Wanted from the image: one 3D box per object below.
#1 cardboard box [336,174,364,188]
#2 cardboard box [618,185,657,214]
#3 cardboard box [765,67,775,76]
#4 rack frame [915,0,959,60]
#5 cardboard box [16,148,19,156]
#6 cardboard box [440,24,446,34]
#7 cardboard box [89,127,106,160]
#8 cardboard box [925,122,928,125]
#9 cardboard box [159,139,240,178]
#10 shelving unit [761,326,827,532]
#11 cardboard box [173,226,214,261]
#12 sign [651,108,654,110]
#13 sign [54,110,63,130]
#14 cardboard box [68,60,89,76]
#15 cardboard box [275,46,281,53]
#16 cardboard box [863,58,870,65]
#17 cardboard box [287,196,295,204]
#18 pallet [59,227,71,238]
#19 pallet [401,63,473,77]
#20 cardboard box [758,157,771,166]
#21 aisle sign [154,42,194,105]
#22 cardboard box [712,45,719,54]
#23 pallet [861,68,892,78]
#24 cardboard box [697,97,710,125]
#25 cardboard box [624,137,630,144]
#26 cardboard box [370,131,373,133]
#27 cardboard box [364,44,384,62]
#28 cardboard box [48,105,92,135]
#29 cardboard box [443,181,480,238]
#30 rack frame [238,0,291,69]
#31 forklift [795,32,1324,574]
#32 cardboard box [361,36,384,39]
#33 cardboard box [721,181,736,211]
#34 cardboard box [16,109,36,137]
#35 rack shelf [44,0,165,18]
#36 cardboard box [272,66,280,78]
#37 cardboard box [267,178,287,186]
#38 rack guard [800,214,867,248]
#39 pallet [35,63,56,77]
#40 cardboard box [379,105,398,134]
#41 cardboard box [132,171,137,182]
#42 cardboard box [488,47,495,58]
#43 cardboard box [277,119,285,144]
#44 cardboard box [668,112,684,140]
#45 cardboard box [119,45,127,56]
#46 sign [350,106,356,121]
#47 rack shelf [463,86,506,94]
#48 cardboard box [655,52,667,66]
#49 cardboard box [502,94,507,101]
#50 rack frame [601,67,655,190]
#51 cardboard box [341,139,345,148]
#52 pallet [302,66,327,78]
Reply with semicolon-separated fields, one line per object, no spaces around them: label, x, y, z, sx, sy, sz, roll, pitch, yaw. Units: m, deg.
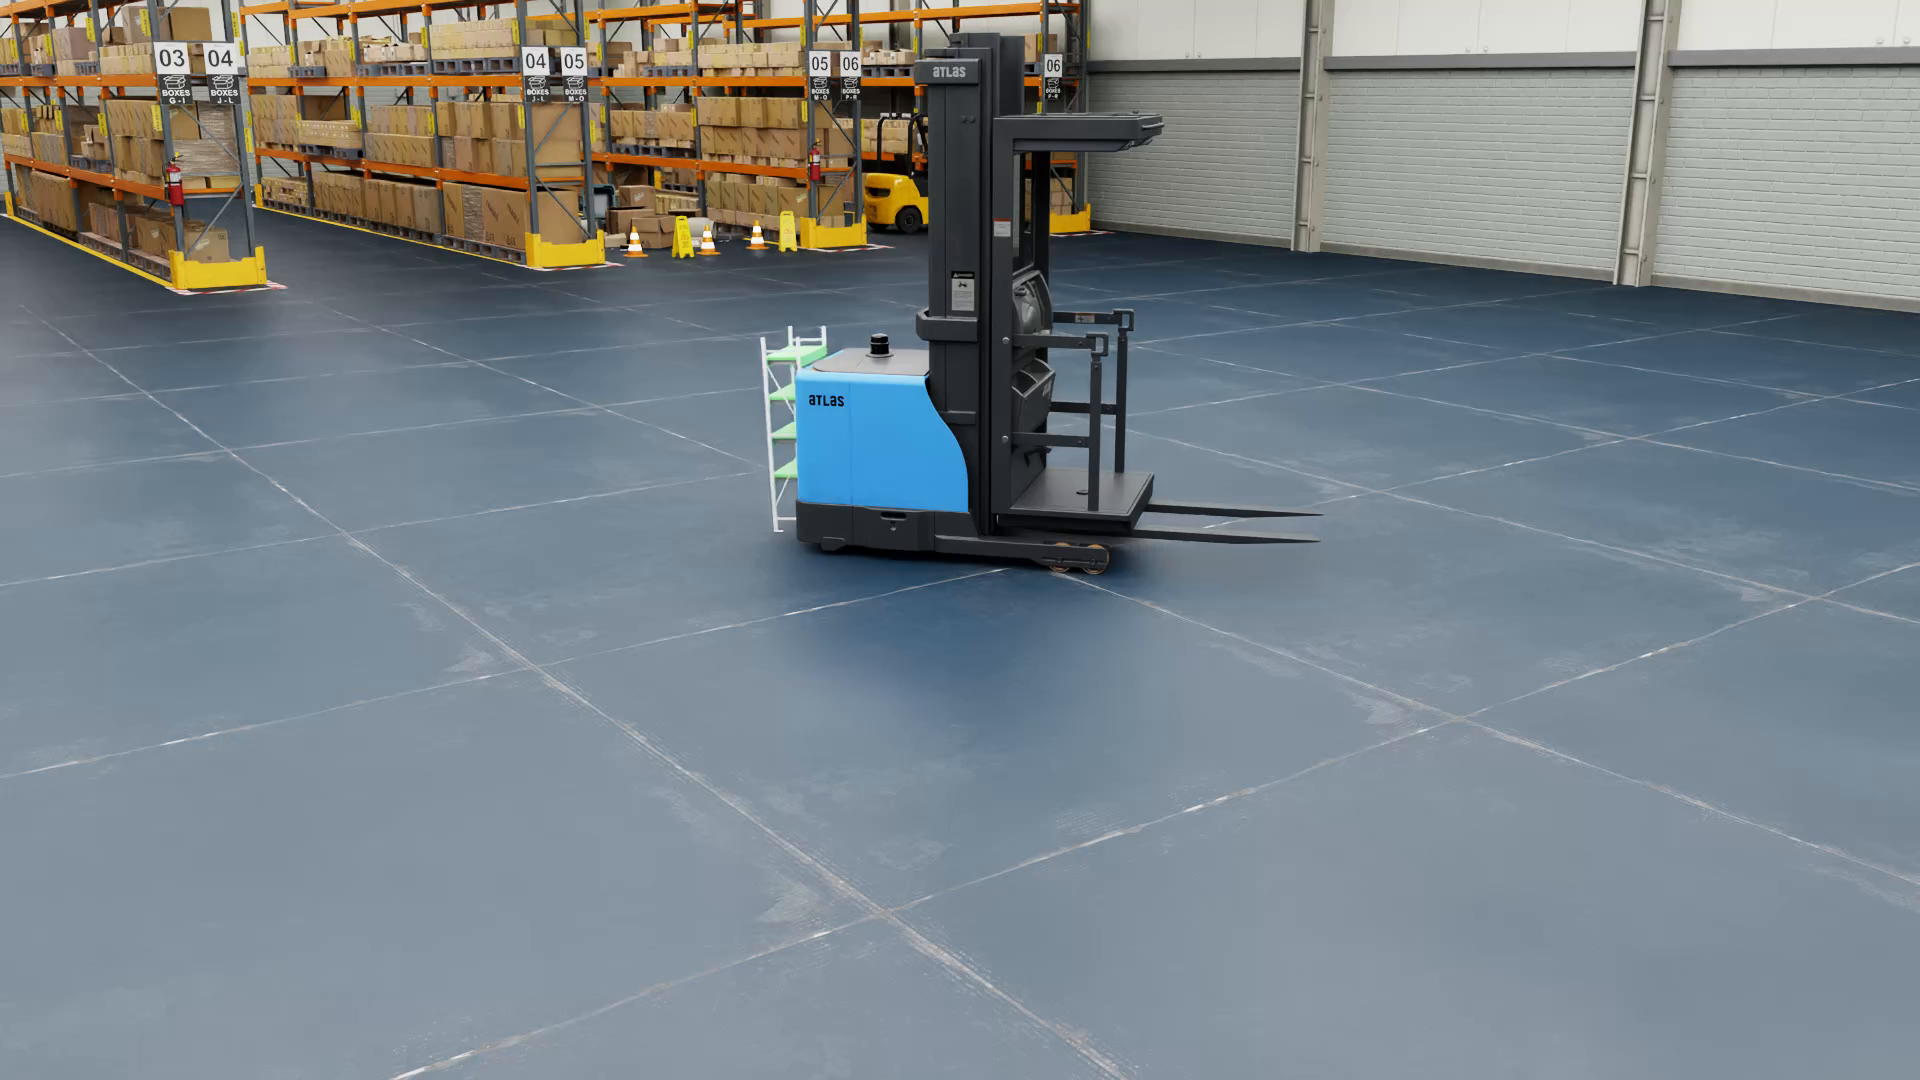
cardboard box;-11.968;-7.072;32.753;0.500;0.250;0.500;-10;18;-33
cardboard box;-5.888;-6.204;30.362;0.500;0.500;0.500;-11;19;-35
cardboard box;-3.131;-8.052;28.606;0.380;0.149;0.250;-11;19;-35
rack frame;-0.453;-10.992;33.191;1.000;3.000;0.127;-11;19;-35
cardboard box;-18.534;-7.719;33.073;0.380;0.149;0.250;-10;18;-34
cardboard box;-8.172;-8.259;26.869;0.380;0.149;0.250;-11;19;-35
cardboard box;-13.576;-6.397;26.776;0.797;0.503;0.637;-9;18;-29
cardboard box;-0.478;-8.351;33.486;0.380;0.149;0.250;-11;19;-35
cardboard box;-10.431;-5.248;22.816;0.875;0.500;0.500;-11;19;-35
shelving unit;-0.993;-0.692;10.311;0.258;1.200;0.503;1;15;14
cardboard box;-10.863;-4.190;23.642;0.500;0.500;0.500;-6;16;-20
sign;-6.384;-8.788;34.458;0.100;0.325;0.005;-11;19;-35
sign;-15.281;-7.115;28.195;0.100;0.325;0.005;-11;19;-35
cardboard box;-14.152;-7.660;26.982;0.500;0.250;0.500;-10;18;-33
cardboard box;-14.139;-10.299;34.923;0.380;0.149;0.250;-12;19;-37
cardboard box;-1.799;-10.027;34.839;0.380;0.149;0.250;-11;19;-35
cardboard box;-14.229;-7.325;35.761;0.380;0.149;0.250;-11;19;-35
pallet;-15.949;-5.738;30.642;1.003;0.211;1.213;-11;19;-35
pallet;-8.989;-8.080;28.595;0.805;0.209;1.217;-12;19;-37
cardboard box;-3.315;-6.661;29.206;0.380;0.149;0.250;-11;19;-35
aisle sign;-10.336;-6.129;21.862;0.394;0.787;0.004;-11;19;-35
cardboard box;-4.220;-8.811;29.868;0.380;0.149;0.250;-12;19;-36
pallet;-1.673;-9.939;35.383;1.003;0.211;1.213;-10;18;-32
cardboard box;-4.382;-7.873;30.514;0.700;0.500;0.500;-11;19;-35
cardboard box;-6.514;-8.033;33.425;0.380;0.149;0.250;-12;20;-38
cardboard box;-11.205;-7.865;32.246;0.380;0.149;0.250;-12;19;-36
cardboard box;-10.514;-8.857;30.257;0.500;0.311;0.500;-11;19;-34
cardboard box;-16.031;-7.616;30.129;0.797;0.503;0.637;-10;18;-33
cardboard box;-8.097;-5.570;27.973;0.875;0.875;0.875;-11;19;-34
rack frame;-15.466;-11.993;36.849;1.000;3.000;0.127;-11;19;-35
forklift;0.606;-1.374;9.546;3.031;2.935;1.130;4;16;13
cardboard box;-11.262;-9.543;31.940;0.396;0.266;0.258;-11;19;-35
cardboard box;-4.013;-6.285;30.349;0.500;0.500;0.500;-10;18;-32
cardboard box;-17.963;-8.094;32.268;0.500;0.500;0.500;-11;19;-34
rack shelf;-13.658;-8.570;26.461;1.077;0.370;4.000;-11;19;-35
cardboard box;-14.204;-9.900;35.166;0.500;0.250;0.500;-11;19;-35
cardboard box;-15.129;-7.936;36.866;0.380;0.149;0.250;-11;19;-35
rack guard;-2.158;-5.284;28.433;1.175;0.500;0.348;-11;19;-35
pallet;-15.255;-8.128;28.767;1.213;0.211;1.003;-10;18;-32
cardboard box;-10.208;-7.717;30.505;0.700;0.500;0.500;-11;19;-35
cardboard box;-11.844;-5.312;24.278;0.380;0.149;0.250;-11;19;-35
cardboard box;-6.975;-7.441;25.388;0.380;0.149;0.250;-11;19;-34
cardboard box;-14.223;-8.714;35.479;0.500;0.500;0.500;-11;19;-35
cardboard box;-5.215;-7.890;31.673;0.500;0.500;0.500;-11;19;-34
cardboard box;-11.743;-6.966;23.691;0.380;0.149;0.250;-11;19;-36
sign;-12.667;-8.891;34.685;0.100;0.325;0.005;-11;19;-35
rack shelf;-10.345;-10.562;38.666;1.077;0.370;4.000;-11;19;-35
cardboard box;-5.519;-9.224;31.903;0.500;0.250;0.500;-11;19;-34
cardboard box;-10.309;-10.178;38.268;0.380;0.149;0.250;-11;19;-36
rack frame;-6.818;-8.181;34.286;1.000;3.000;0.127;-11;19;-35
cardboard box;-11.569;-7.560;31.696;0.380;0.149;0.250;-11;19;-35
pallet;-12.225;-9.232;32.800;1.213;0.211;1.003;-11;19;-35
